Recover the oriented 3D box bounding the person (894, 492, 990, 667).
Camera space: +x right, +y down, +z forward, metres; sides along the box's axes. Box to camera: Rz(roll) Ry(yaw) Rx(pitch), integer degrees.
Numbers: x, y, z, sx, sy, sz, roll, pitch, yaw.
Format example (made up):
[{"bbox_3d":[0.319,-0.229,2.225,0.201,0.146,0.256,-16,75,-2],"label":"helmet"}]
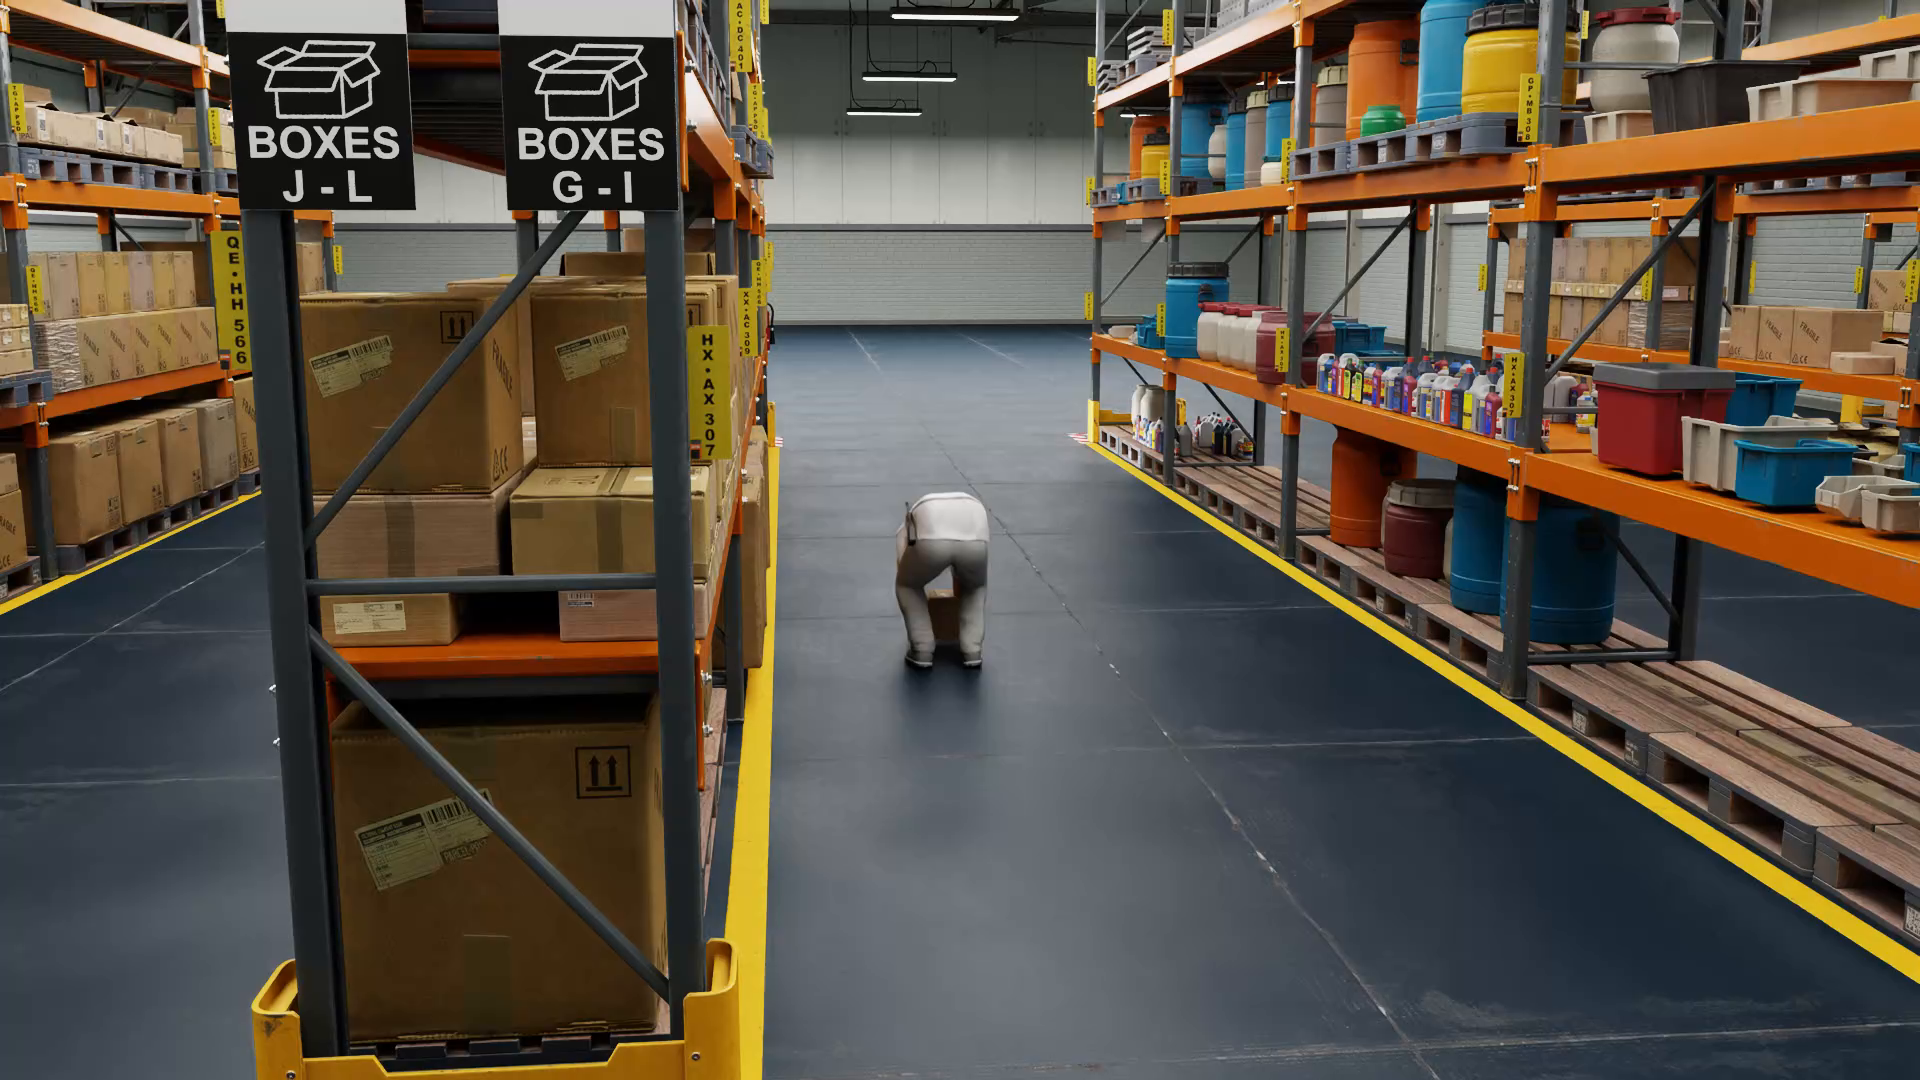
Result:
[{"bbox_3d":[-0.115,0.187,9.557,0.537,0.981,1.024,-2,10,-10],"label":"person"}]
